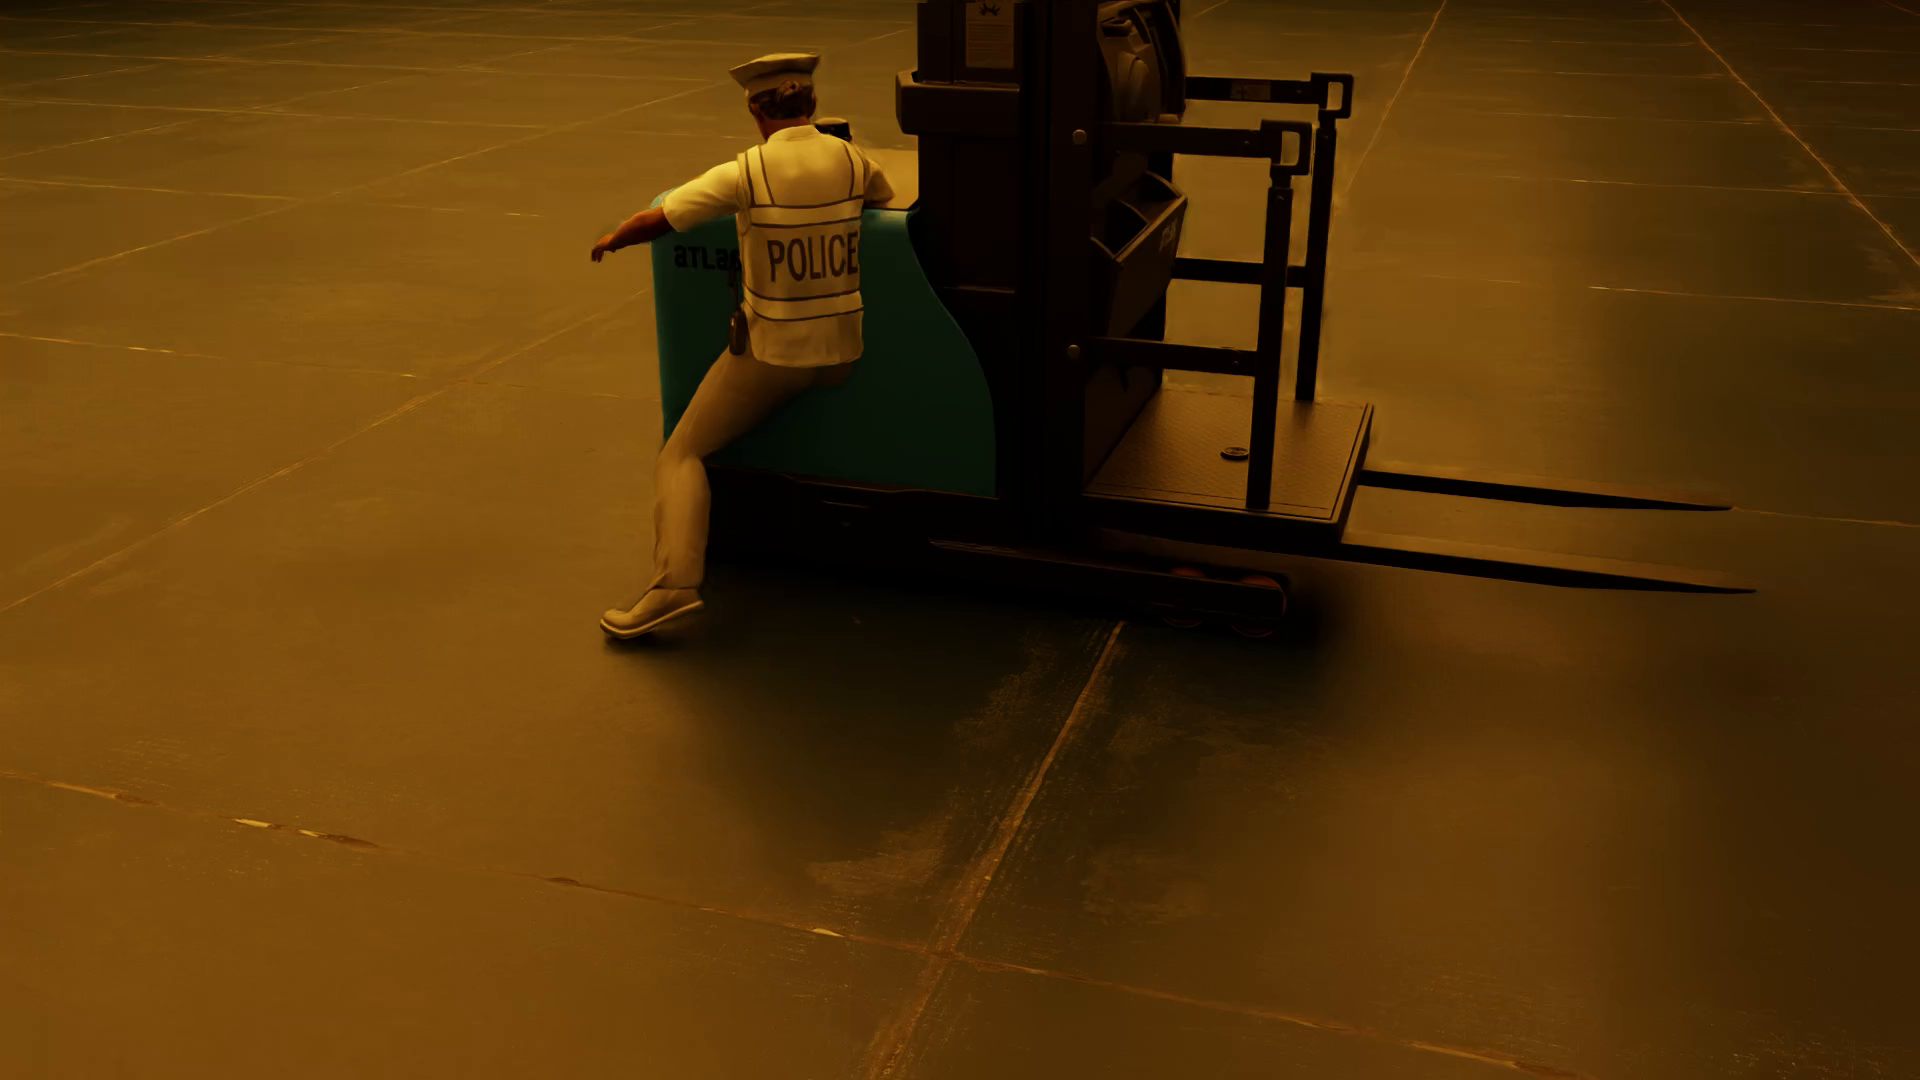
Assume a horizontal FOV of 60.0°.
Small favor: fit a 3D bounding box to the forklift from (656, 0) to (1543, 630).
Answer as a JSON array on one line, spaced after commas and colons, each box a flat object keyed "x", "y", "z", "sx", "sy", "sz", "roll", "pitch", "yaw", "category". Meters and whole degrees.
[{"x": 0.617, "y": -1.521, "z": 4.963, "sx": 3.031, "sy": 2.935, "sz": 1.130, "roll": -13, "pitch": 26, "yaw": -29, "category": "forklift"}]

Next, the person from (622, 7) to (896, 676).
[{"x": -0.537, "y": -0.467, "z": 4.143, "sx": 0.801, "sy": 1.626, "sz": 0.419, "roll": 4, "pitch": 23, "yaw": 9, "category": "person"}]
